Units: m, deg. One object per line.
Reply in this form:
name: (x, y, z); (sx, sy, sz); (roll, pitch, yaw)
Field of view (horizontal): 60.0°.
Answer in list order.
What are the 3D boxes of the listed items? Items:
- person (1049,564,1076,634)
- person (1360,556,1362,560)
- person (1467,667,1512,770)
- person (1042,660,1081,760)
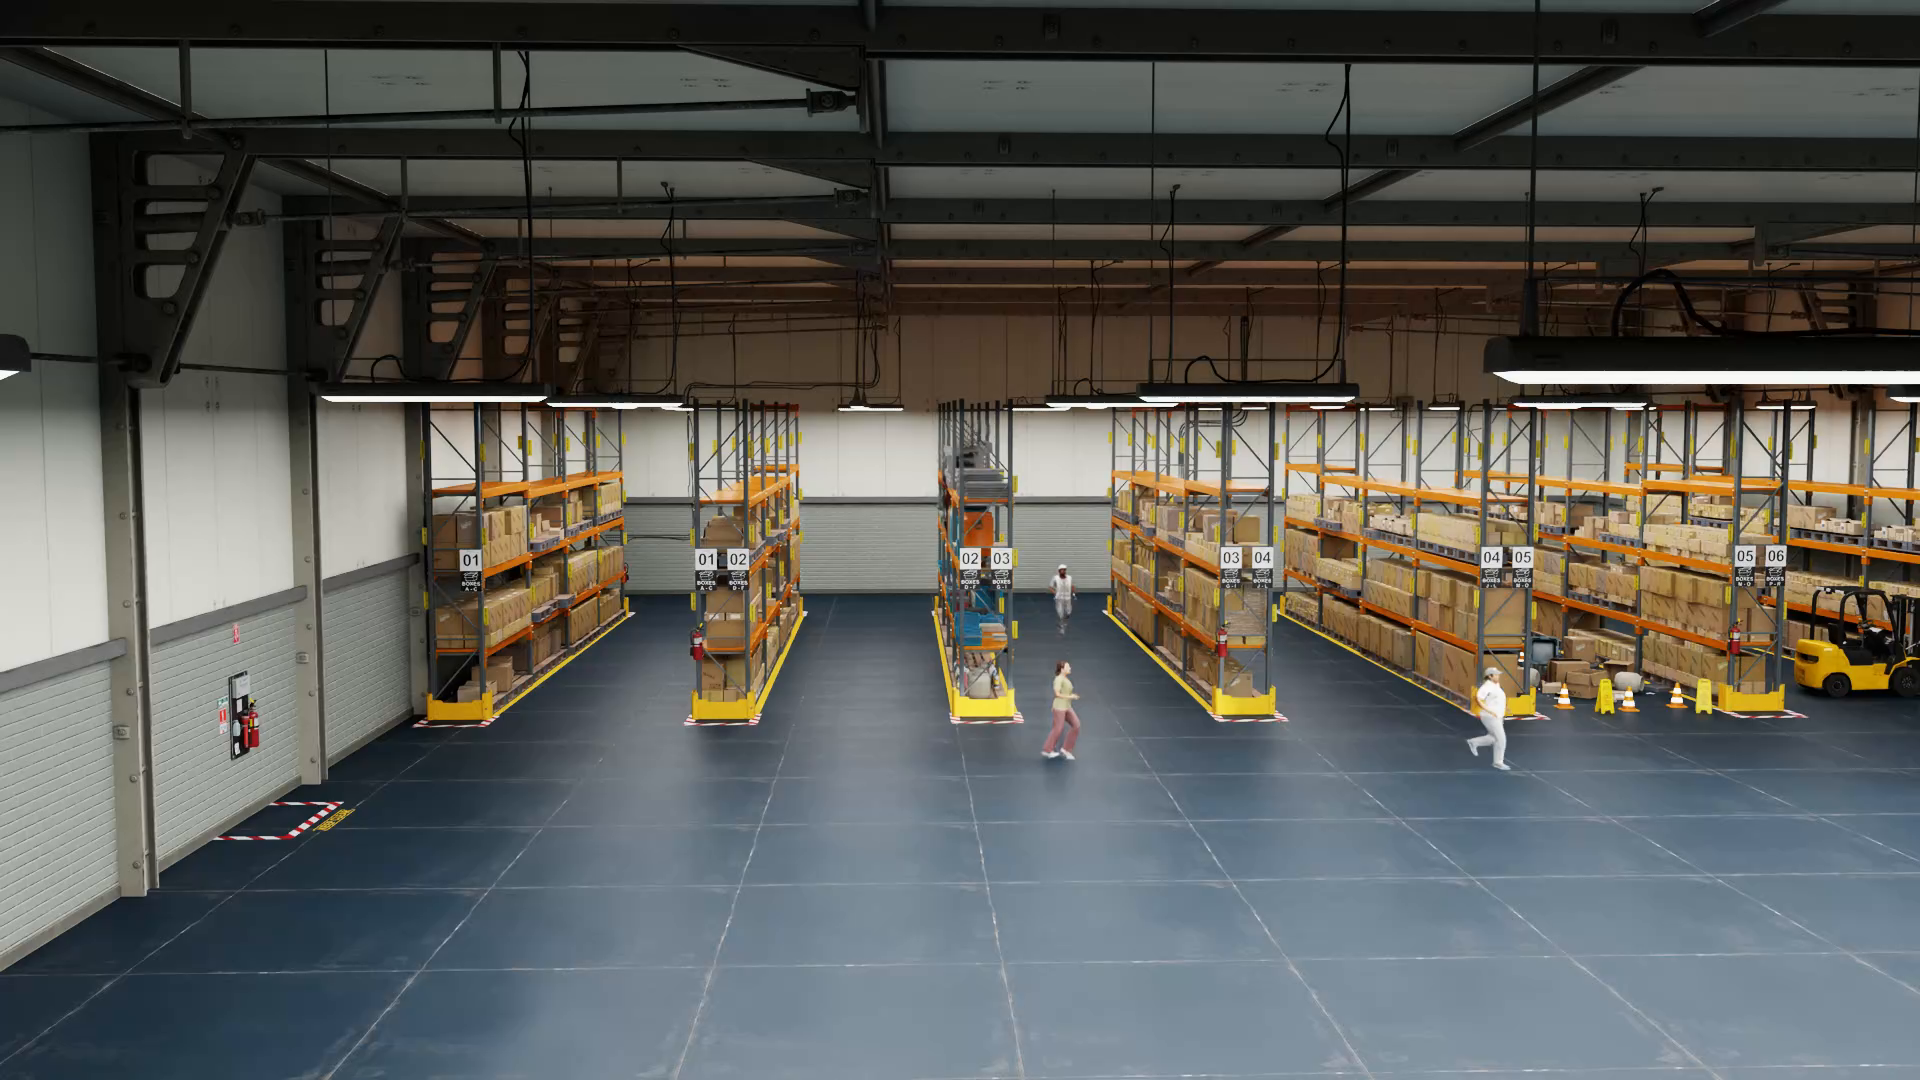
person: (2.543, 1.466, 40.992); (0.685, 1.725, 0.543); (-1, 4, -11)
person: (11.397, 1.266, 47.779); (0.600, 1.711, 0.608); (-1, 4, -15)
person: (8.576, 2.875, 26.958); (0.745, 1.651, 0.607); (3, 5, 34)
person: (1.677, 2.821, 27.422); (0.697, 1.703, 0.563); (2, 5, 25)
